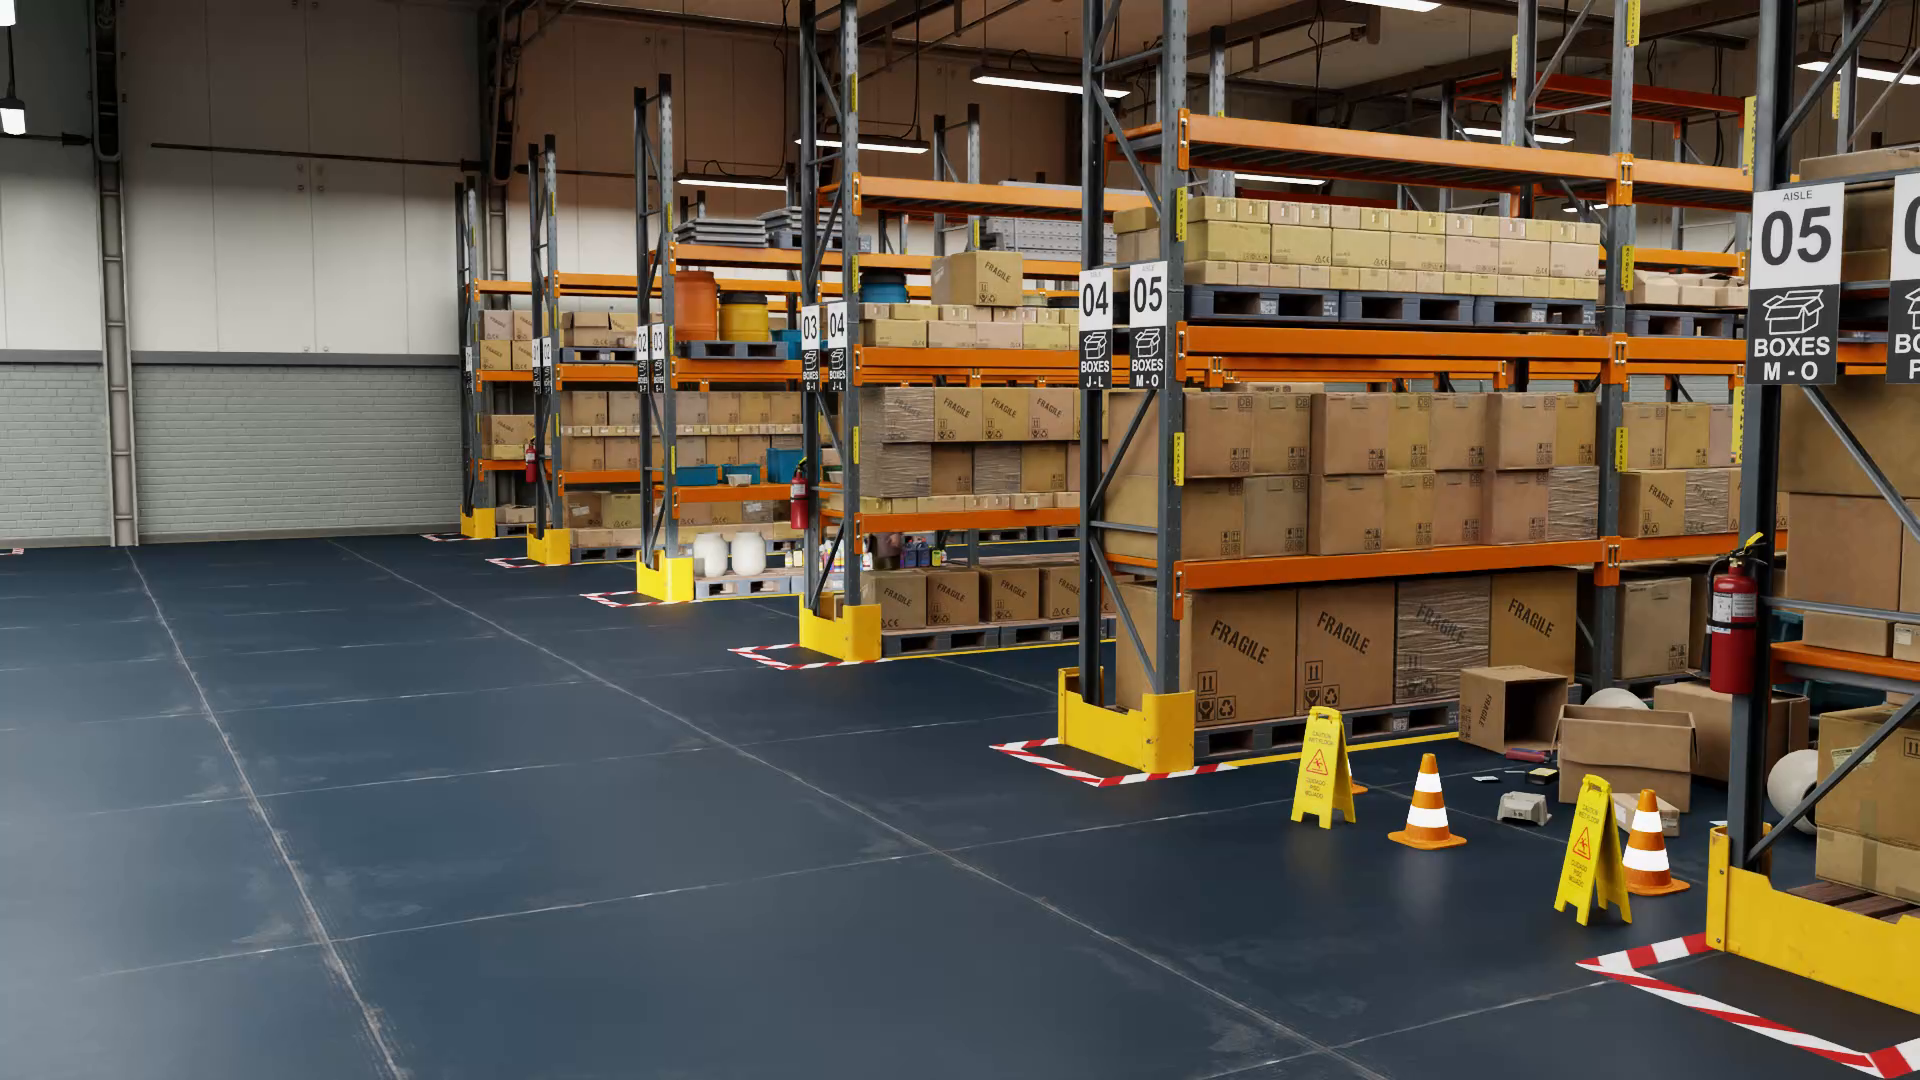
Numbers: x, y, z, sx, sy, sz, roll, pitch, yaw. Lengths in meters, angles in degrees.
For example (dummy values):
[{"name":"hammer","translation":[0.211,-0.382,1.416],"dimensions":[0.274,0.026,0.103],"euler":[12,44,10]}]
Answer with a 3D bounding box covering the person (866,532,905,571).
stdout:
[{"name":"person","translation":[-0.787,-0.015,17.854],"dimensions":[0.452,1.859,0.568],"euler":[-3,6,-28]}]
